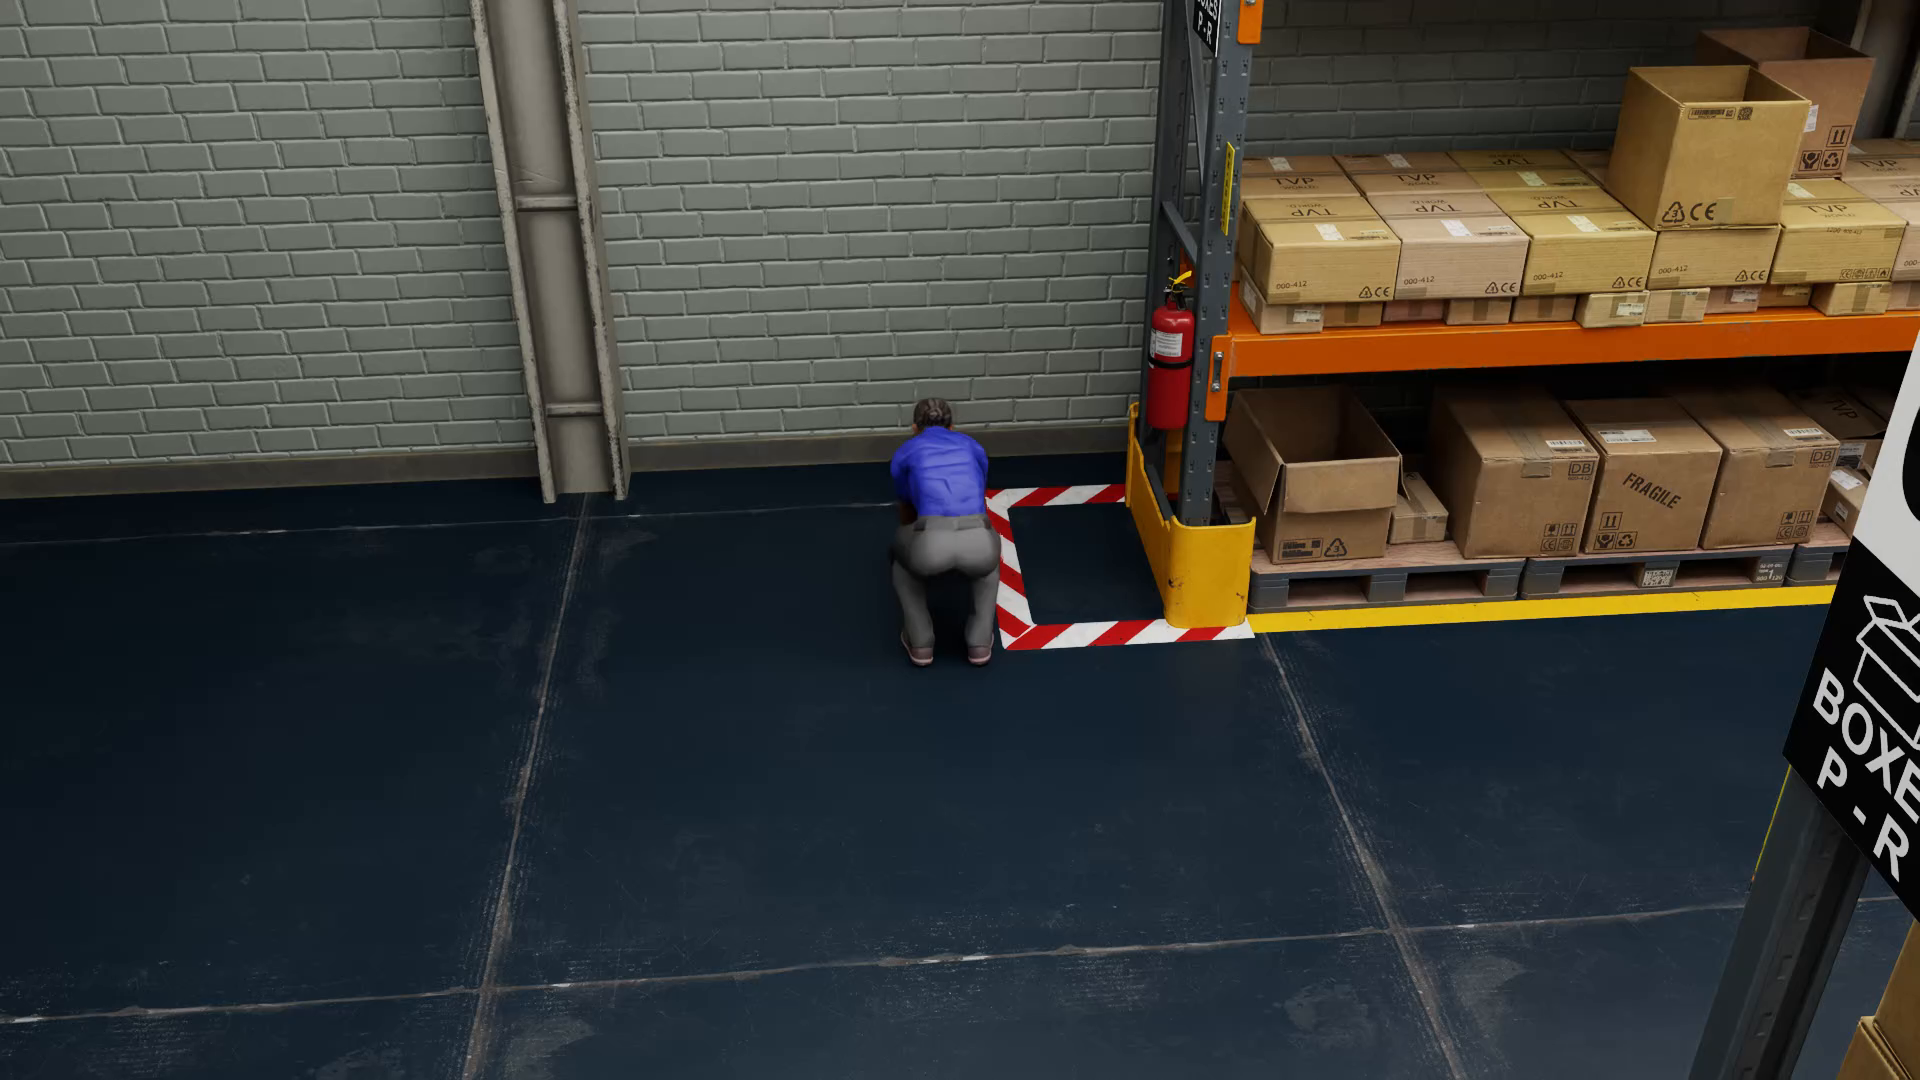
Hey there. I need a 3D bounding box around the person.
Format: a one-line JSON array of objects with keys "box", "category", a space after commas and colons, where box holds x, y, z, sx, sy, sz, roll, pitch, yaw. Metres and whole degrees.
[{"box": [-0.066, -0.022, 6.876, 0.470, 0.938, 0.863, -3, 31, -5], "category": "person"}]
